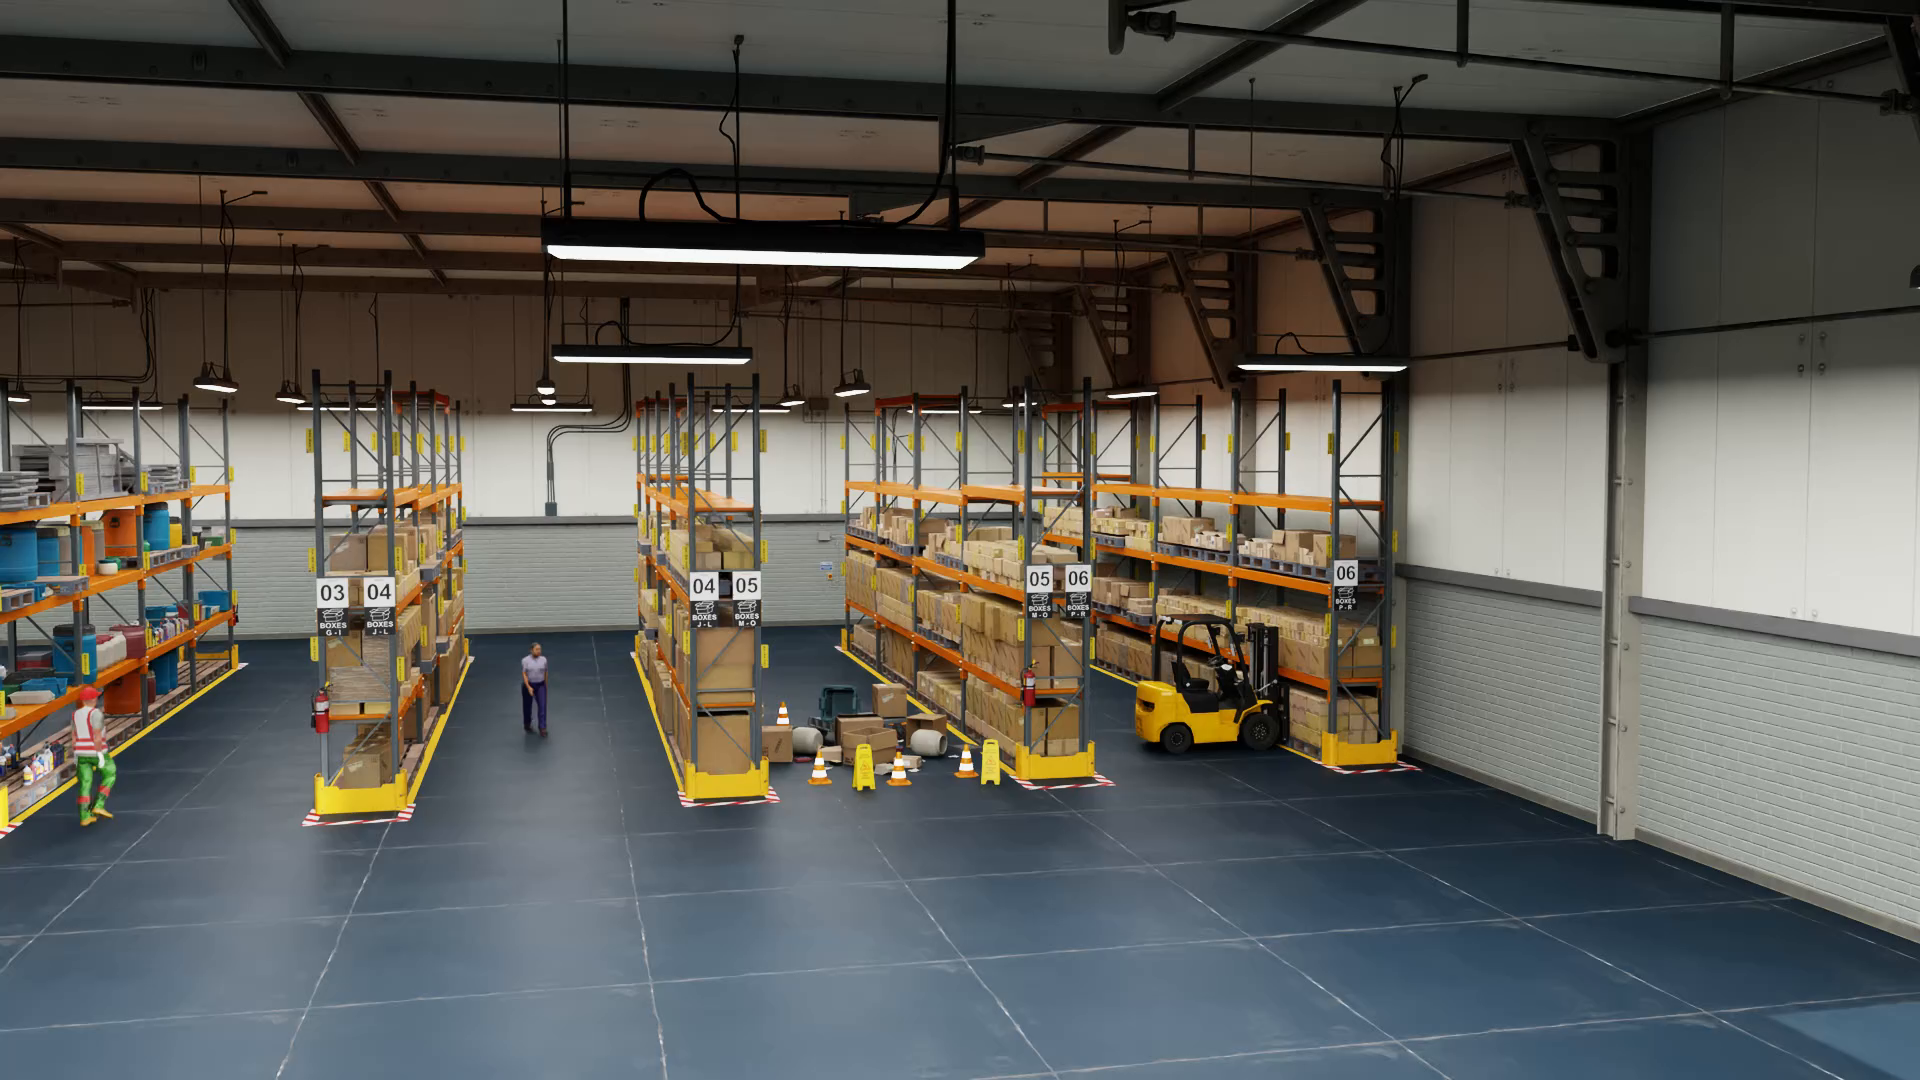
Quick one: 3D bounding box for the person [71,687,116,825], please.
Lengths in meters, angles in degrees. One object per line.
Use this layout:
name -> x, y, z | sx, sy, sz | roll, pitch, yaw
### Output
person -> -11.485, 2.830, 21.938 | 0.545, 1.772, 0.497 | 0, 3, 2

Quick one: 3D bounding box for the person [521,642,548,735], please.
person -> -7.329, 2.548, 28.694 | 0.466, 1.566, 1.053 | -1, 4, -24

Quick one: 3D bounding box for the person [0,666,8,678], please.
person -> -15.398, 2.636, 26.323 | 0.675, 1.816, 0.728 | -1, 3, -16
